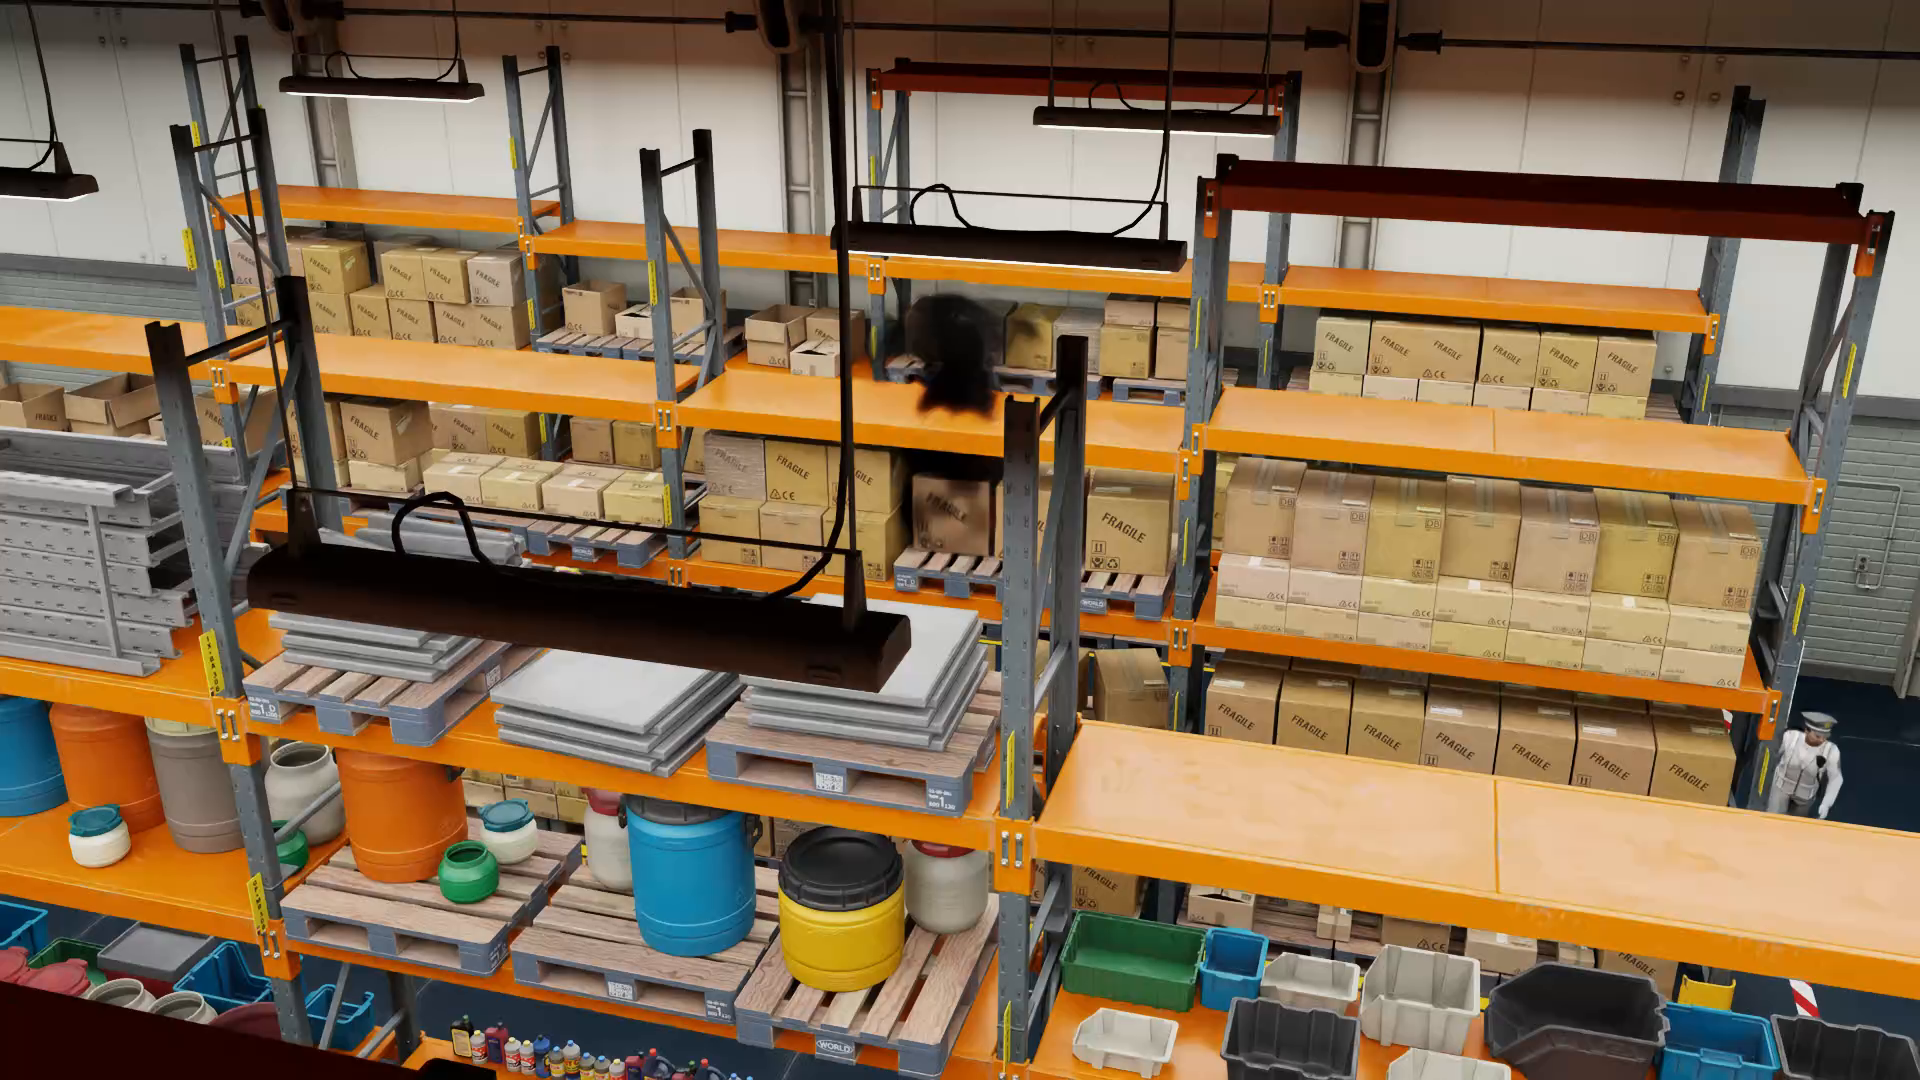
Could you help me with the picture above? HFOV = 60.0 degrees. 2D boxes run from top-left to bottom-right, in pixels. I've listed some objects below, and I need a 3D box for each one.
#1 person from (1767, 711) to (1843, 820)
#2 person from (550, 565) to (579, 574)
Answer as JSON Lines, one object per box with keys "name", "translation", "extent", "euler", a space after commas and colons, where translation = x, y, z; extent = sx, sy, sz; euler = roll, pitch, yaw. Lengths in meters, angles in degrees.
{"name": "person", "translation": [6.870, 2.078, 13.647], "extent": [0.603, 1.588, 0.898], "euler": [10, 25, 23]}
{"name": "person", "translation": [-3.892, 0.754, 16.725], "extent": [0.595, 1.732, 0.640], "euler": [-8, 24, -18]}
